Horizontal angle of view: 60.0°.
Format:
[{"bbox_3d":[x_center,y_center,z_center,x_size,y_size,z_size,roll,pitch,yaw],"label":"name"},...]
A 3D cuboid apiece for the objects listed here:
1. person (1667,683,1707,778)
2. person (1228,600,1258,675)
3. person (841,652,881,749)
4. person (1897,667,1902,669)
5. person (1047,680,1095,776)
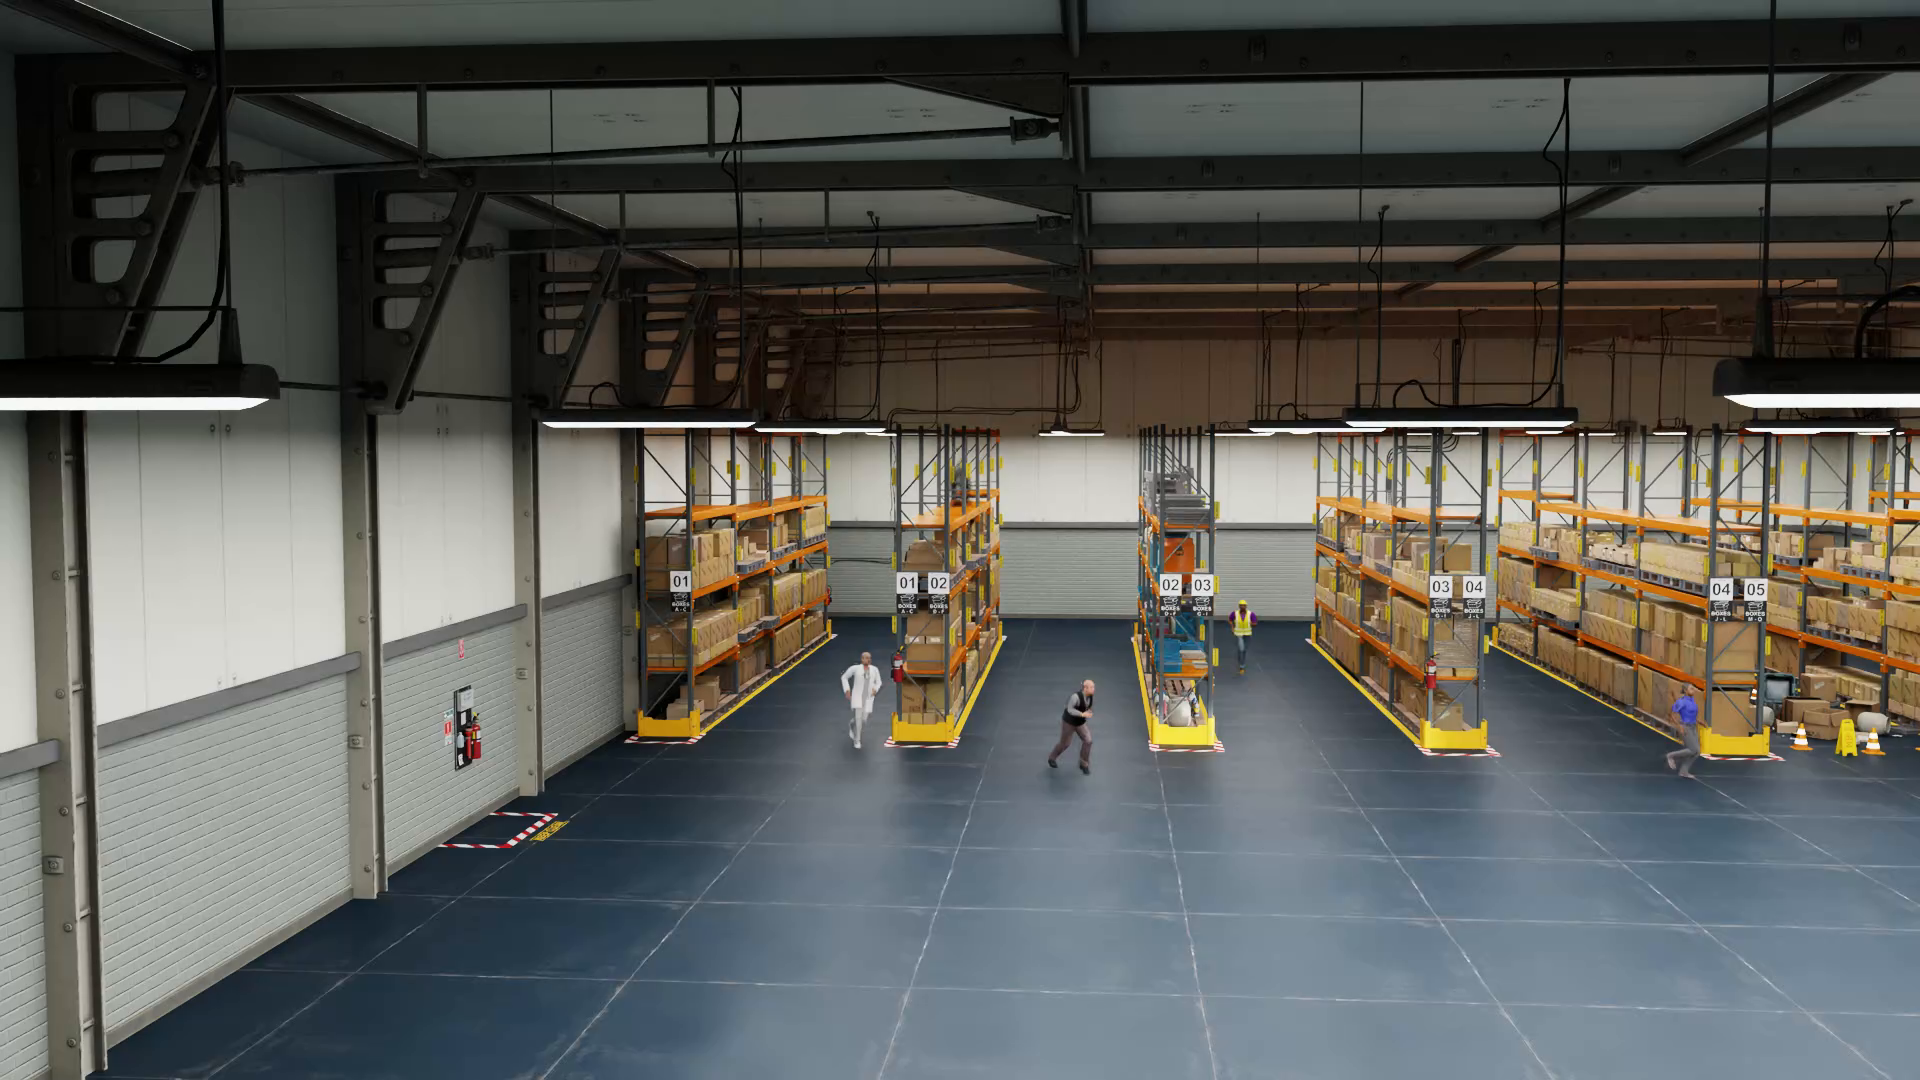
[{"bbox_3d":[12.308,3.216,28.133,0.588,1.610,0.565,-3,4,-39],"label":"person"},{"bbox_3d":[6.946,2.365,40.707,0.670,1.814,0.859,0,3,-2],"label":"person"},{"bbox_3d":[-1.841,2.983,31.178,0.760,1.769,0.850,-1,4,-23],"label":"person"},{"bbox_3d":[22.380,2.443,39.327,0.724,1.794,0.951,0,3,-1],"label":"person"},{"bbox_3d":[1.927,3.199,28.508,0.972,1.680,0.701,3,5,41],"label":"person"}]
